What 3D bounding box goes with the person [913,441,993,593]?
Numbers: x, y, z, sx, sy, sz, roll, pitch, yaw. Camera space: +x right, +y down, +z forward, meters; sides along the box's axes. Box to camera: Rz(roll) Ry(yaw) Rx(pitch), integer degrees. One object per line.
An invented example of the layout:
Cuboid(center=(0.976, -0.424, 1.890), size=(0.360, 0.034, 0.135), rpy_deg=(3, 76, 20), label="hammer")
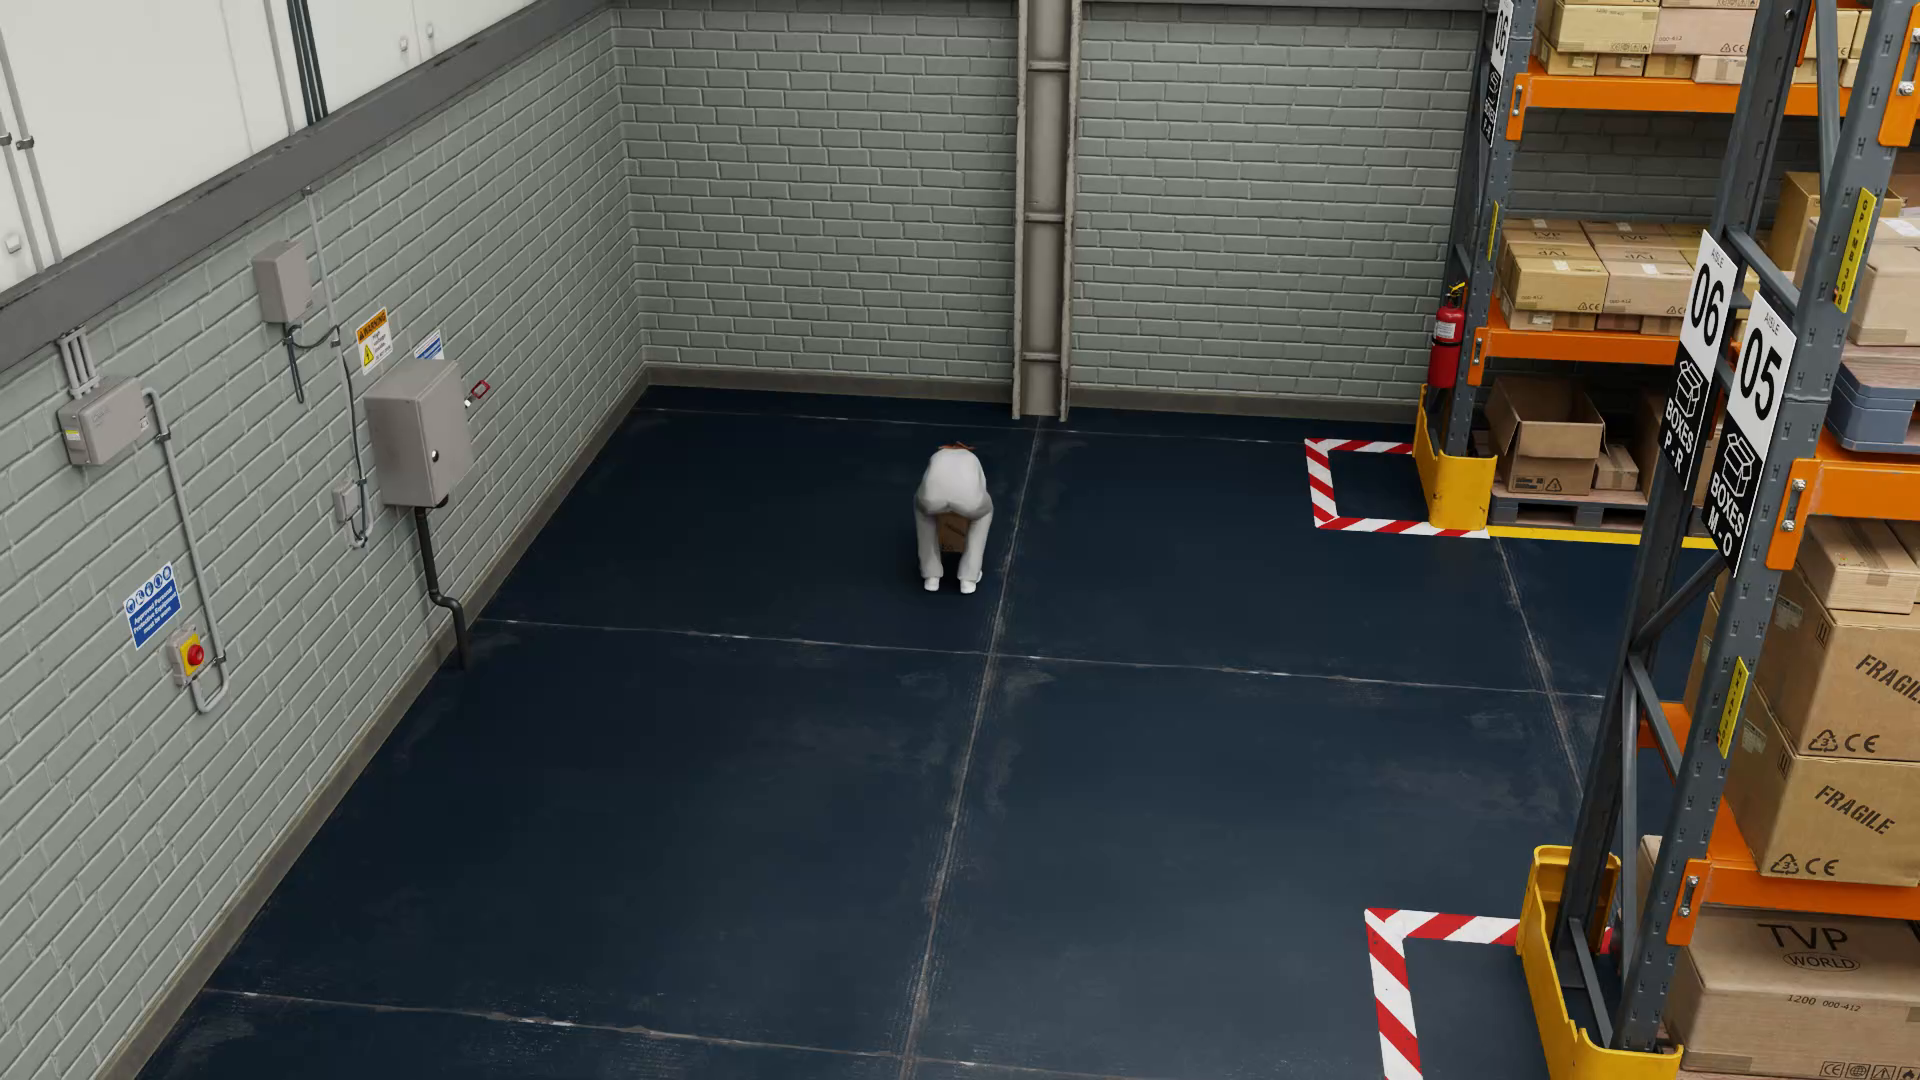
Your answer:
Cuboid(center=(-0.041, -0.190, 9.854), size=(0.476, 0.844, 0.854), rpy_deg=(2, 29, 4), label="person")
